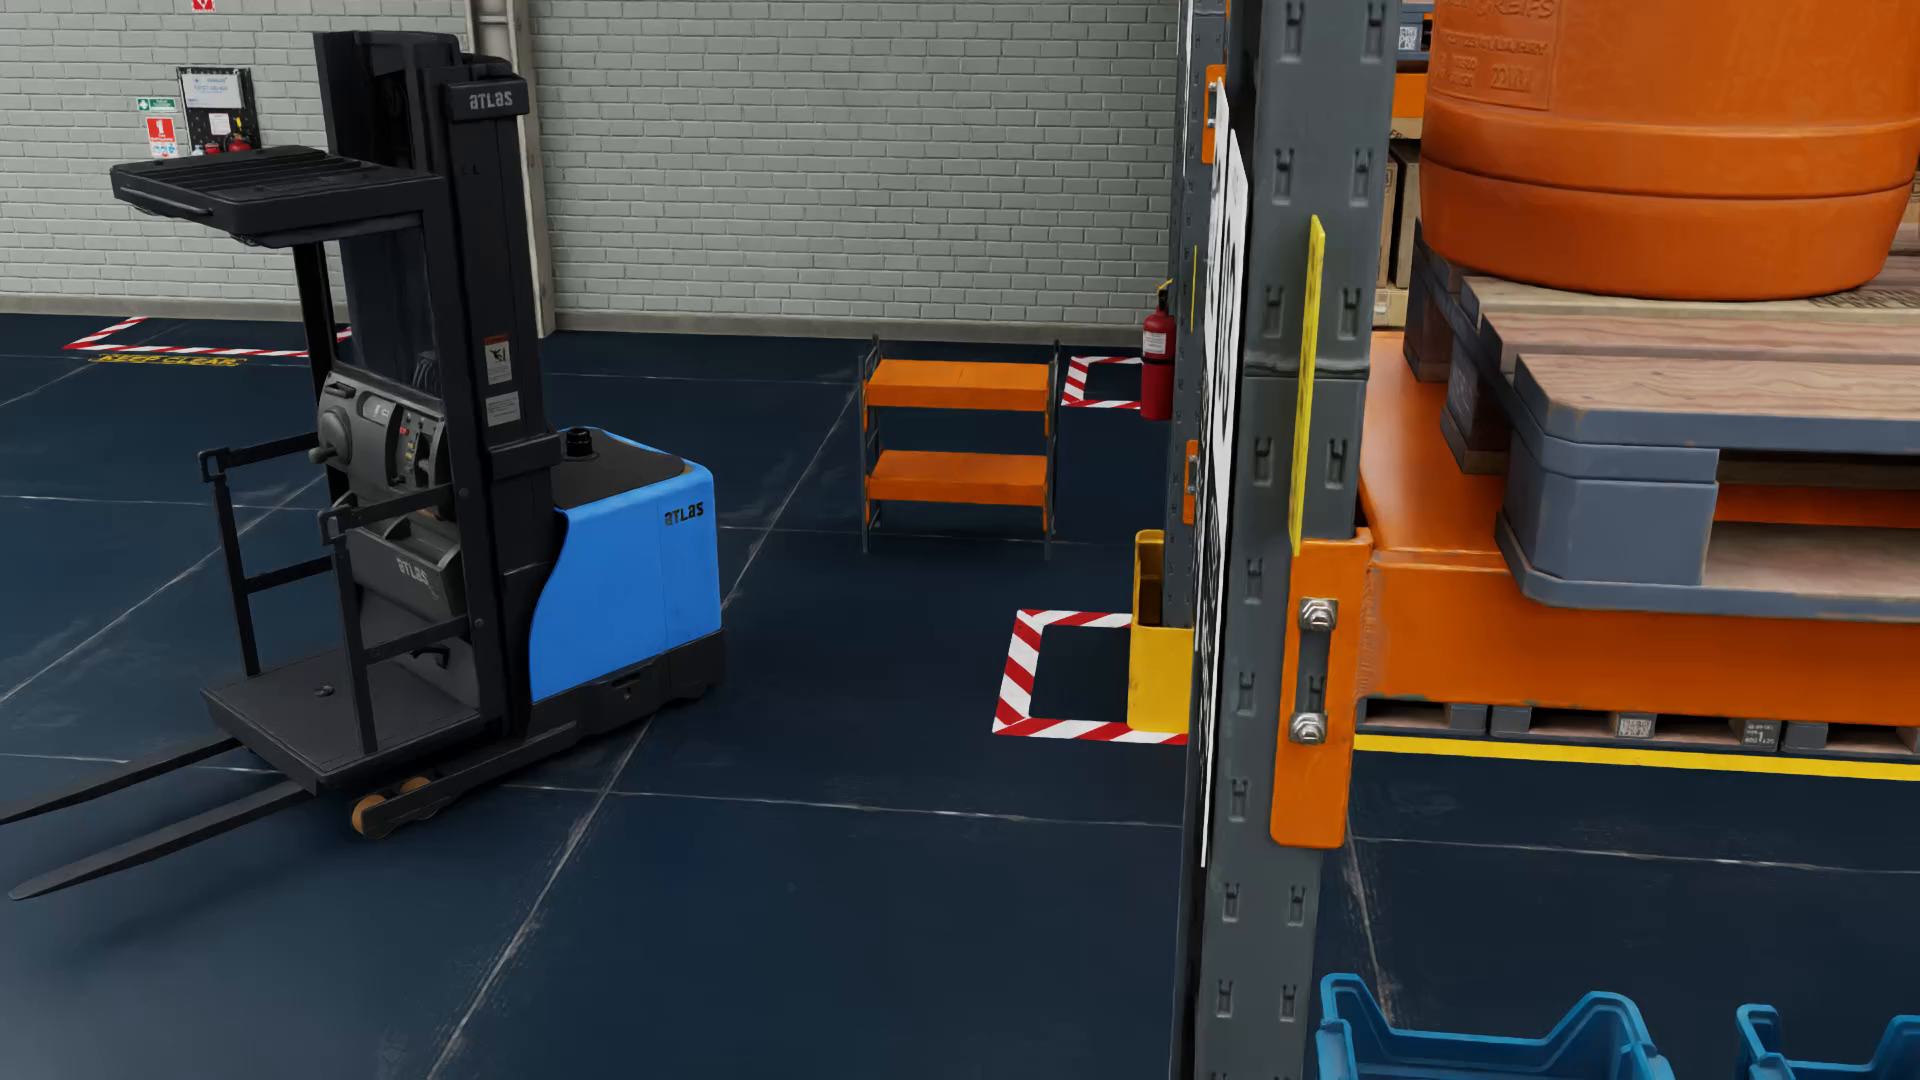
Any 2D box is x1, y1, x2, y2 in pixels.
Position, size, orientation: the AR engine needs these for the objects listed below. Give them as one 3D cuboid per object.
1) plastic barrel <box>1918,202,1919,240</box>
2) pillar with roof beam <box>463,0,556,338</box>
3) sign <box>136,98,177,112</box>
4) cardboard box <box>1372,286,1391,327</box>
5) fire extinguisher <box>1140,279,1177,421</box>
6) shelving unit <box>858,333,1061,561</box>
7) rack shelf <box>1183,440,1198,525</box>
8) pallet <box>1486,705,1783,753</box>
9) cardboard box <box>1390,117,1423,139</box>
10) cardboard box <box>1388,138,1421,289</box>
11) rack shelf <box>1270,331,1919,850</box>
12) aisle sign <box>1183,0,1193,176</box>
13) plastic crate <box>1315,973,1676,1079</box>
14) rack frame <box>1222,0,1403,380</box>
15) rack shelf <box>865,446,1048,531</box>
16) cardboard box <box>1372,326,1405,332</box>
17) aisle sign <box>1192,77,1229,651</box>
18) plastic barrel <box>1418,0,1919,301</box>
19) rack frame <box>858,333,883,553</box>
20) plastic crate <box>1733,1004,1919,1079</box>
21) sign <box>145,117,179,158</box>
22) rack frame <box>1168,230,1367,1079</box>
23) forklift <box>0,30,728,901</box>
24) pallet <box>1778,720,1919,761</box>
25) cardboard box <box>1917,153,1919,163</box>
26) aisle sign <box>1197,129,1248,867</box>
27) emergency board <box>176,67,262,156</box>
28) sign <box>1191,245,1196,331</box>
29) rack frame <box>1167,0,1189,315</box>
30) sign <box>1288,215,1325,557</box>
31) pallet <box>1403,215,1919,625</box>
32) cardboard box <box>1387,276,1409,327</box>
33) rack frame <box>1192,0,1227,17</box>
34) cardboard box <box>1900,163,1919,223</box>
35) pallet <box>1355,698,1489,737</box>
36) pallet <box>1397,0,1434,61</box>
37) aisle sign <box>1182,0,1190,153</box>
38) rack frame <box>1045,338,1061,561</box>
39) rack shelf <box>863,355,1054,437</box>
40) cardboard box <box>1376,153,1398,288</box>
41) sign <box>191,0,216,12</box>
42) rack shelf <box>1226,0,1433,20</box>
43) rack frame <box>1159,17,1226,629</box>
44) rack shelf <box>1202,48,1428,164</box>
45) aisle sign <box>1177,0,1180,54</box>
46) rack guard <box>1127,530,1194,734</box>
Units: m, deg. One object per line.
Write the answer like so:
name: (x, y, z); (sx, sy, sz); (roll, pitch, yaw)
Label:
plastic barrel: (1.559, -0.627, 2.040); (0.600, 0.588, 0.600); (0, 22, 0)
pillar with roof beam: (-4.090, -4.333, 8.160); (0.400, 9.000, 9.100); (2, 22, 6)
sign: (-6.567, -3.557, 13.588); (0.331, 0.109, 0.001); (2, 22, 6)
cardboard box: (1.625, -1.003, 6.879); (0.250, 0.149, 0.380); (2, 22, 5)
fire extinguisher: (0.936, -0.900, 7.741); (0.183, 0.674, 0.296); (2, 22, 6)
shelving unit: (0.007, -0.523, 9.232); (1.048, 1.125, 0.538); (2, 22, 6)
rack shelf: (2.984, -0.340, 7.198); (4.000, 0.370, 1.077); (2, 22, 6)
pallet: (2.971, 0.607, 7.617); (1.213, 0.211, 1.003); (2, 22, 6)
cardboard box: (3.018, -2.678, 11.290); (0.500, 0.500, 0.500); (2, 22, 5)
cardboard box: (2.036, -1.363, 6.907); (0.500, 0.500, 0.700); (2, 22, 5)
rack shelf: (2.398, 0.073, 2.073); (4.000, 0.370, 1.077); (2, 22, 6)
aisle sign: (0.897, -1.861, 6.531); (0.004, 0.787, 0.394); (2, 22, 6)
plastic crate: (0.944, 1.029, 2.960); (0.616, 0.251, 0.499); (2, 22, 6)
rack frame: (0.412, -1.743, 1.608); (0.127, 3.000, 1.000); (2, 22, 6)
rack shelf: (0.007, -0.295, 9.322); (1.000, 0.278, 0.538); (2, 22, 6)
cardboard box: (1.982, -0.762, 7.150); (0.500, 0.500, 0.700); (3, 22, 8)
aisle sign: (0.375, -0.273, 2.515); (0.004, 0.787, 0.394); (2, 22, 6)
plastic barrel: (0.909, -0.768, 2.067); (0.708, 0.830, 0.600); (2, 22, 6)
rack frame: (-0.498, -0.545, 9.288); (0.032, 1.125, 0.500); (2, 22, 6)
plastic crate: (1.588, 1.059, 2.883); (0.408, 0.251, 0.499); (2, 22, 6)
sign: (-6.570, -3.314, 13.694); (0.234, 0.329, 0.001); (2, 22, 6)
rack frame: (0.412, 1.047, 2.711); (0.127, 3.000, 1.000); (2, 22, 6)
forklift: (-2.451, -0.408, 6.486); (1.130, 2.935, 3.031); (19, 29, 40)
pallet: (4.186, 0.659, 7.485); (1.213, 0.211, 1.003); (2, 22, 6)
cardboard box: (4.027, -1.276, 6.687); (0.500, 0.500, 0.700); (2, 22, 6)
aisle sign: (0.306, -0.058, 1.970); (0.004, 0.787, 0.394); (2, 22, 6)
emergency board: (-6.033, -3.236, 13.544); (0.643, 1.169, 0.194); (2, 22, 6)
sign: (0.927, -0.998, 6.599); (0.005, 0.325, 0.100); (2, 22, 6)
rack frame: (1.578, -2.570, 11.860); (0.127, 3.000, 1.000); (2, 22, 6)
sign: (0.343, -0.151, 1.650); (0.005, 0.325, 0.100); (2, 22, 6)
pallet: (1.222, -0.188, 2.013); (1.213, 0.211, 1.003); (2, 22, 6)
cardboard box: (1.873, -0.992, 6.850); (0.250, 0.149, 0.380); (3, 22, 7)
rack frame: (0.998, -3.551, 6.182); (0.127, 3.000, 1.000); (2, 22, 6)
cardboard box: (3.530, -1.298, 6.742); (0.500, 0.500, 0.700); (2, 22, 6)
pallet: (1.763, 0.554, 7.752); (1.213, 0.211, 1.003); (2, 22, 6)
pallet: (1.697, -2.075, 6.648); (1.213, 0.211, 1.003); (2, 22, 6)
aisle sign: (0.968, -2.080, 7.085); (0.004, 0.787, 0.394); (2, 22, 6)
rack frame: (0.512, -0.501, 9.177); (0.032, 1.125, 0.500); (2, 22, 6)
rack shelf: (0.007, -0.795, 9.125); (1.000, 0.278, 0.538); (2, 22, 6)
cardboard box: (1.513, -1.384, 6.959); (0.500, 0.500, 0.700); (3, 22, 6)
sign: (-6.030, -4.350, 13.211); (0.199, 0.298, 0.001); (2, 22, 6)
rack shelf: (3.564, -3.544, 11.222); (4.000, 0.370, 1.077); (2, 22, 6)
rack frame: (0.998, -0.761, 7.285); (0.127, 3.000, 1.000); (2, 22, 6)
rack shelf: (2.984, -1.735, 6.647); (4.000, 0.370, 1.077); (2, 22, 6)
aisle sign: (1.471, -3.672, 11.113); (0.004, 0.787, 0.394); (2, 22, 6)
rack guard: (0.974, 0.400, 7.747); (0.348, 0.500, 1.175); (2, 22, 6)
